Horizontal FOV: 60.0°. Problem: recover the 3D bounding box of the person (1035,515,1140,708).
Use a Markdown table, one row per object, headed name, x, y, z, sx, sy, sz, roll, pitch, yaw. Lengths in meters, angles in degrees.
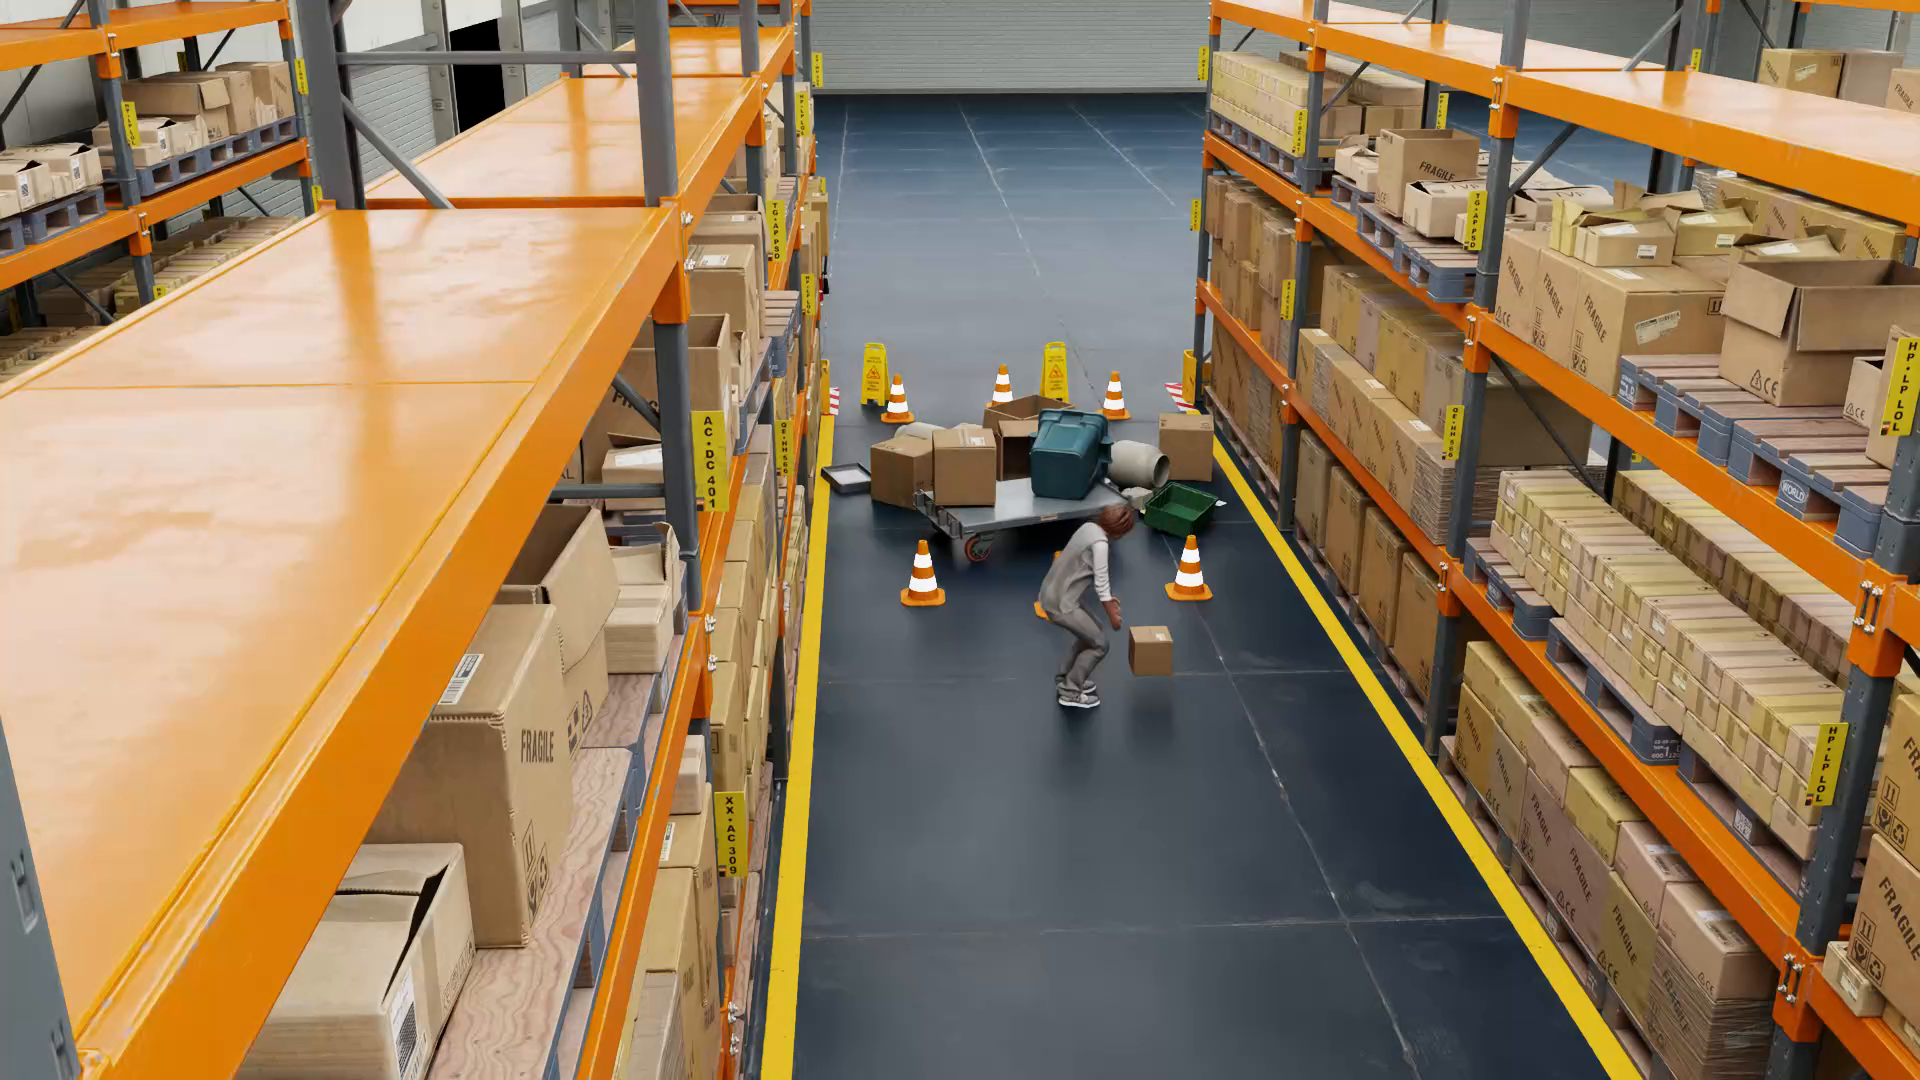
| name | x | y | z | sx | sy | sz | roll | pitch | yaw |
| --- | --- | --- | --- | --- | --- | --- | --- | --- | --- |
| person | 0.825 | 0.453 | 10.884 | 0.671 | 1.257 | 0.463 | -1 | 21 | -3 |
